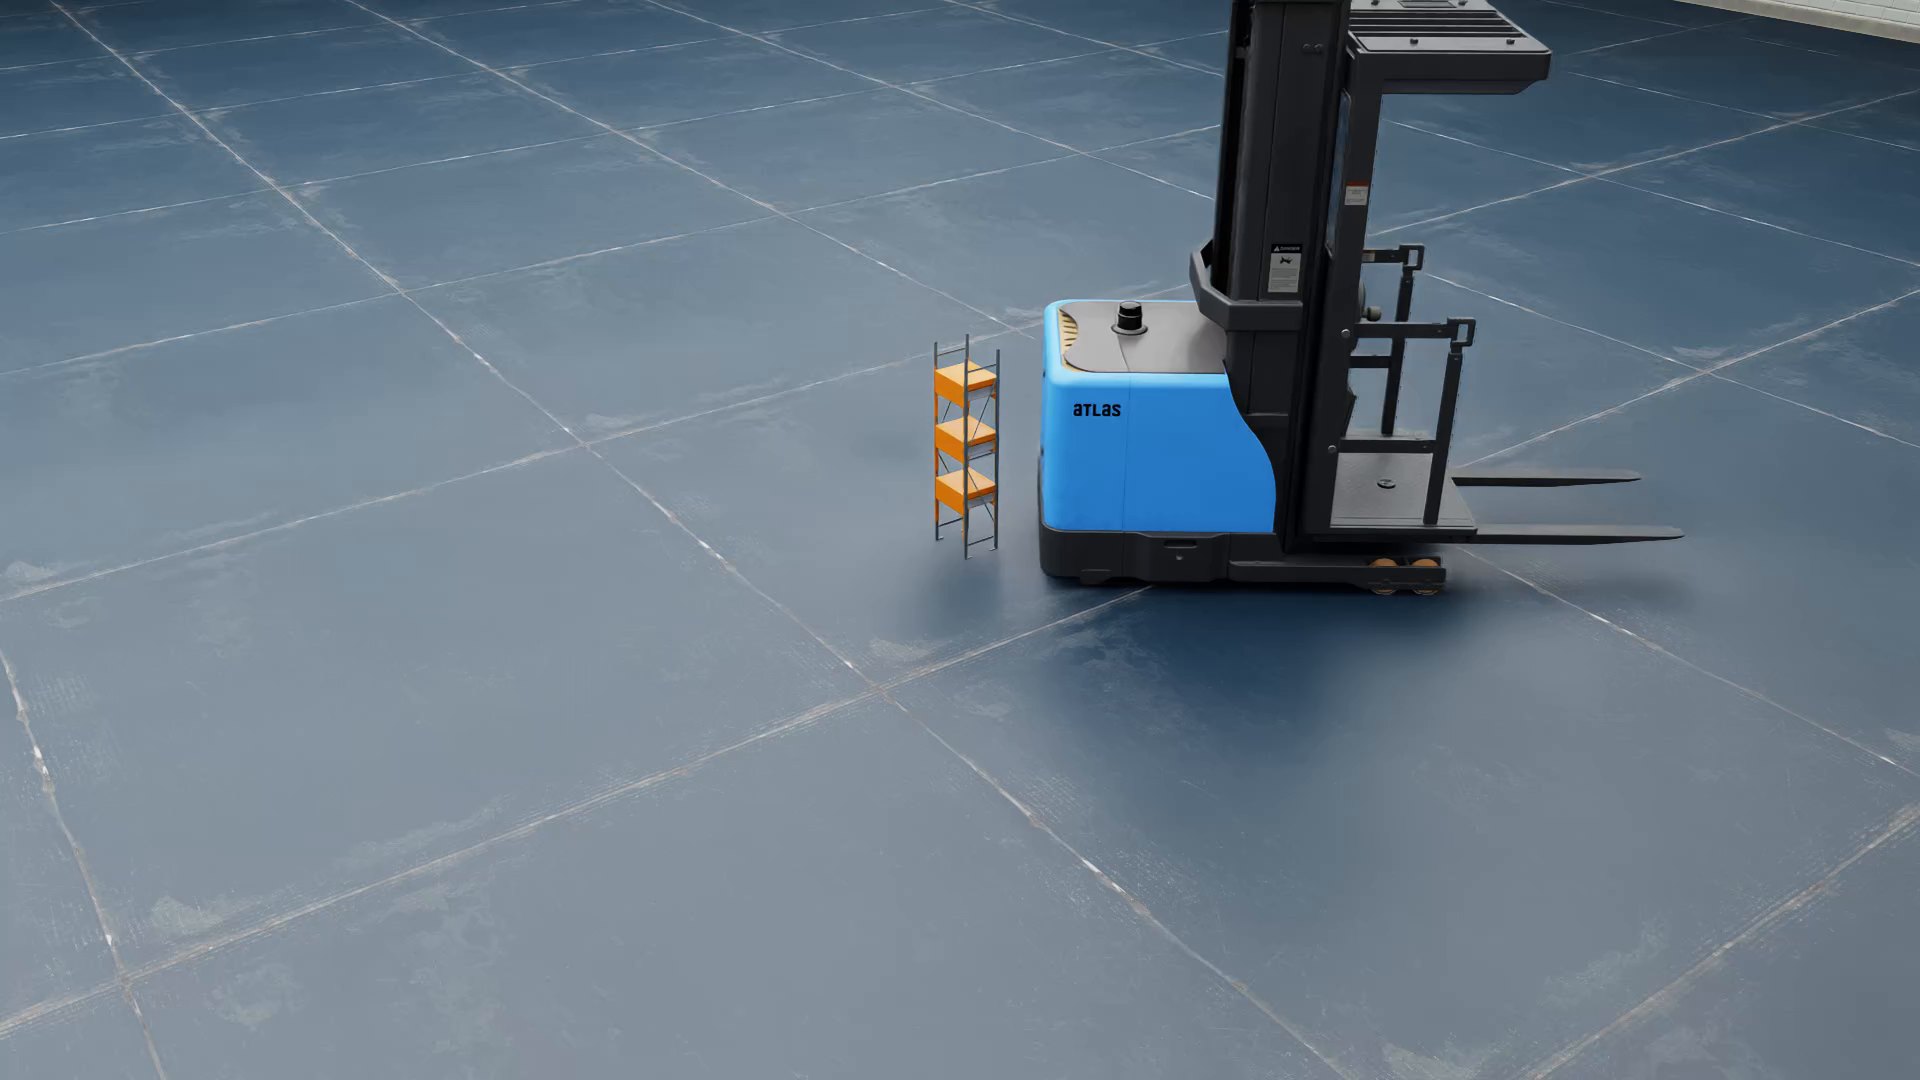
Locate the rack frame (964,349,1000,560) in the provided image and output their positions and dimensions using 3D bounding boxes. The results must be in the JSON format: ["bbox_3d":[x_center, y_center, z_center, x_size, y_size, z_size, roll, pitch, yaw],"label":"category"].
[{"bbox_3d":[0.102,-0.393,7.874,0.200,1.050,0.008,-19,34,-31],"label":"rack frame"}]

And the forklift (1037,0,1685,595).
[{"bbox_3d":[1.906,-1.287,7.549,3.031,2.935,1.130,1,29,1],"label":"forklift"}]

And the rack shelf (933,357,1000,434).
[{"bbox_3d":[0.031,-0.681,7.831,0.215,0.259,0.240,-19,34,-31],"label":"rack shelf"}]

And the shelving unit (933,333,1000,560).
[{"bbox_3d":[0.031,-0.441,7.961,0.215,1.050,0.252,-19,34,-31],"label":"shelving unit"}]

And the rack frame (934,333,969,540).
[{"bbox_3d":[-0.040,-0.488,8.048,0.200,1.050,0.008,-19,34,-31],"label":"rack frame"}]

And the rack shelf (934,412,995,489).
[{"bbox_3d":[0.031,-0.431,7.966,0.215,0.259,0.240,-19,34,-31],"label":"rack shelf"}]

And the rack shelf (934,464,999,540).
[{"bbox_3d":[0.031,-0.187,8.099,0.215,0.259,0.240,-19,34,-31],"label":"rack shelf"}]
